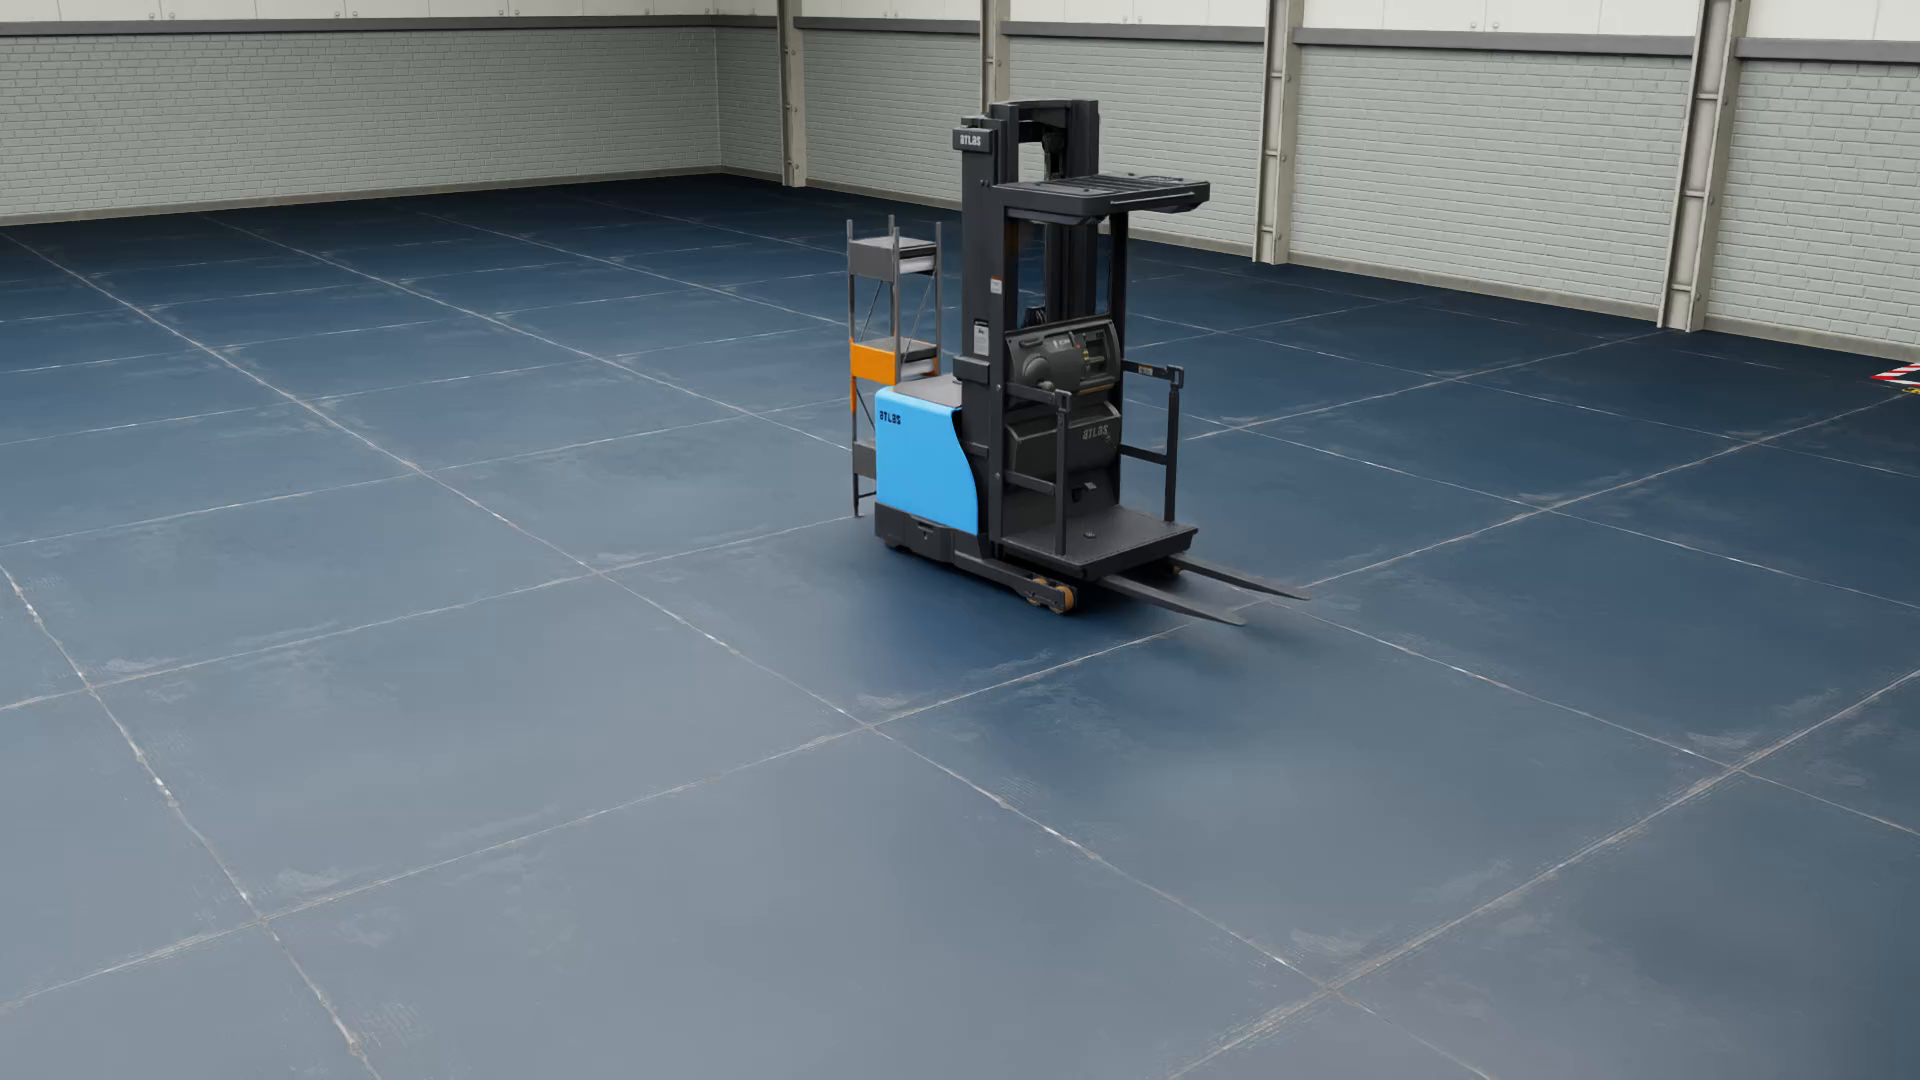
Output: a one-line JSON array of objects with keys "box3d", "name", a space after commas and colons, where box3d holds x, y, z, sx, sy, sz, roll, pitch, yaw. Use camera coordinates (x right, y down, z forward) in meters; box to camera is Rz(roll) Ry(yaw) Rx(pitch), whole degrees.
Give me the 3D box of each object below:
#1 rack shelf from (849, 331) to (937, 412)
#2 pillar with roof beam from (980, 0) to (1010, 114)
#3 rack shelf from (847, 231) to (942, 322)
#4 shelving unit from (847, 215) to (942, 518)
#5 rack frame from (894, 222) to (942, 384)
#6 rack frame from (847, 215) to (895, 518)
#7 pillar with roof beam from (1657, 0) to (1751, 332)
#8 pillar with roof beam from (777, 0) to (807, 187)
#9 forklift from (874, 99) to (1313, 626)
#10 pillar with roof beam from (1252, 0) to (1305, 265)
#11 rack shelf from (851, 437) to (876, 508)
[{"box3d": [-0.443, -1.126, 11.466, 0.431, 0.518, 0.480, -16, 24, -40], "name": "rack shelf"}, {"box3d": [-2.817, -8.748, 23.466, 9.100, 9.000, 0.400, -14, 23, -36], "name": "pillar with roof beam"}, {"box3d": [-0.443, -1.791, 11.246, 0.431, 0.518, 0.480, -16, 24, -40], "name": "rack shelf"}, {"box3d": [-0.443, -1.139, 11.462, 0.431, 2.100, 0.503, -16, 24, -40], "name": "shelving unit"}, {"box3d": [-0.278, -1.082, 11.291, 0.400, 2.100, 0.015, -16, 24, -40], "name": "rack frame"}, {"box3d": [-0.607, -1.196, 11.633, 0.400, 2.100, 0.015, -16, 24, -40], "name": "rack frame"}, {"box3d": [4.634, -5.791, 14.536, 9.100, 9.000, 0.400, -14, 23, -36], "name": "pillar with roof beam"}, {"box3d": [-6.542, -10.227, 27.931, 9.100, 9.000, 0.400, -14, 23, -36], "name": "pillar with roof beam"}, {"box3d": [0.787, -1.129, 10.109, 1.130, 2.935, 3.031, -16, 24, -40], "name": "forklift"}, {"box3d": [0.909, -7.270, 19.001, 9.100, 9.000, 0.400, -14, 23, -36], "name": "pillar with roof beam"}, {"box3d": [-0.443, -0.462, 11.687, 0.431, 0.518, 0.480, -16, 24, -40], "name": "rack shelf"}]
